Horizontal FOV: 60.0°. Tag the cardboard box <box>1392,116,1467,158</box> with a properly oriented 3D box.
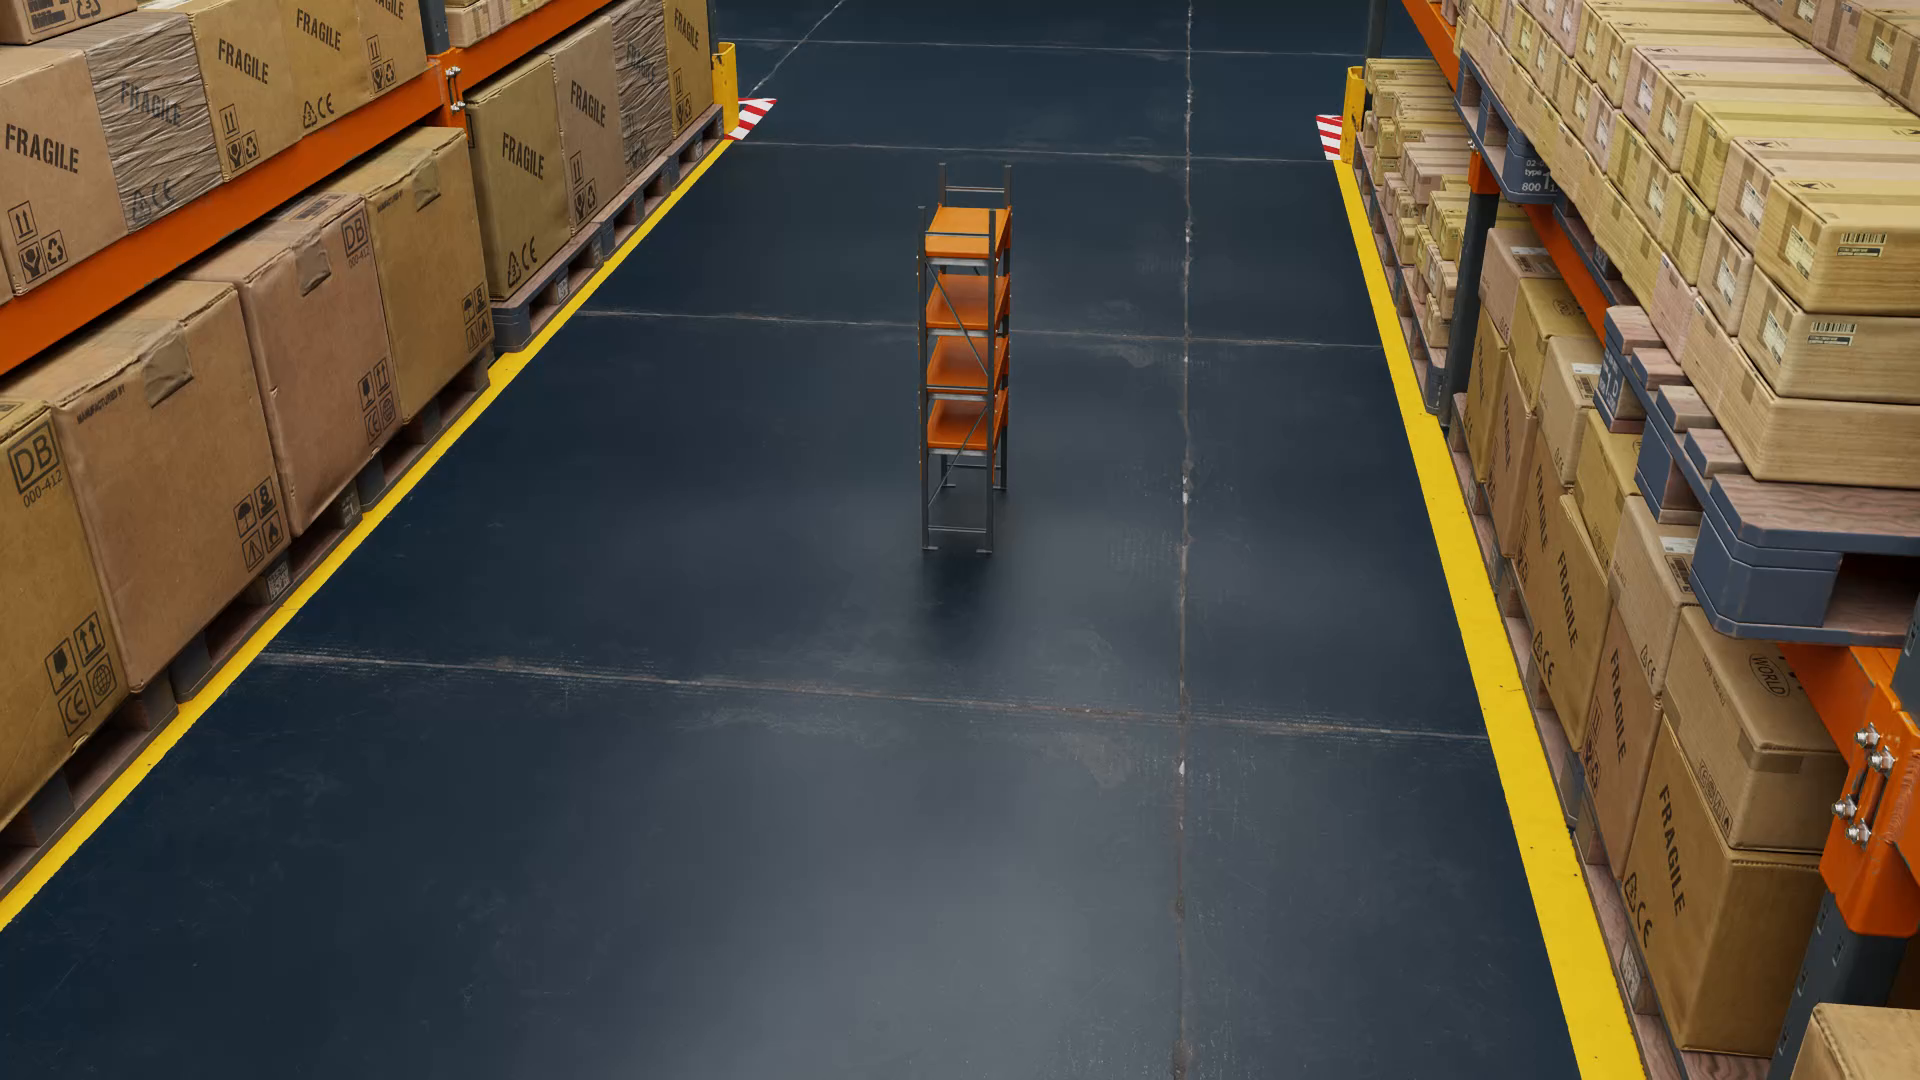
[{"bbox_3d":[2.347,-1.984,8.207,0.380,0.149,0.250,4,29,7],"label":"cardboard box"}]

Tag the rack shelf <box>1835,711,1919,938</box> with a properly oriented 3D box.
[{"bbox_3d":[1.665,1.384,0.778,1.077,0.370,4.000,3,28,6],"label":"rack shelf"}]

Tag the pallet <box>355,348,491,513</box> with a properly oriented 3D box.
[{"bbox_3d":[-2.530,-0.498,6.452,1.003,0.211,1.213,3,28,6],"label":"pallet"}]

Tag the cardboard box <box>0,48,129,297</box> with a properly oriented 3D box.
[{"bbox_3d":[-2.550,-0.952,4.248,0.500,0.500,0.500,3,28,5],"label":"cardboard box"}]

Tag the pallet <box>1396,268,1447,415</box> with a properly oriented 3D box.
[{"bbox_3d":[2.447,-0.848,7.101,1.003,0.211,1.213,3,28,6],"label":"pallet"}]

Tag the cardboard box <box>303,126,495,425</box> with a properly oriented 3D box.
[{"bbox_3d":[-2.569,-1.040,6.316,1.225,0.875,0.875,3,29,6],"label":"cardboard box"}]

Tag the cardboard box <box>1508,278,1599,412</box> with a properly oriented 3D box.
[{"bbox_3d":[1.985,-0.589,5.082,0.500,0.250,0.500,4,29,8],"label":"cardboard box"}]

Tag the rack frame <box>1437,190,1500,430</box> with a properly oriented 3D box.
[{"bbox_3d":[2.400,-1.757,5.849,1.000,3.000,0.127,3,28,6],"label":"rack frame"}]

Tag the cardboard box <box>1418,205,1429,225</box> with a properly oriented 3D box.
[{"bbox_3d":[2.299,-1.474,7.572,0.380,0.149,0.250,4,29,7],"label":"cardboard box"}]

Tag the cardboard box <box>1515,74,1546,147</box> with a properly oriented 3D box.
[{"bbox_3d":[1.770,-1.187,4.612,0.380,0.149,0.250,2,28,4],"label":"cardboard box"}]

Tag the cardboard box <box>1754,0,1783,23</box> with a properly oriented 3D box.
[{"bbox_3d":[2.447,-1.522,4.607,0.380,0.149,0.250,3,28,6],"label":"cardboard box"}]

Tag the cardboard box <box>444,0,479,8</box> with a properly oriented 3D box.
[{"bbox_3d":[-2.192,-2.364,6.820,0.500,0.250,0.500,3,28,5],"label":"cardboard box"}]

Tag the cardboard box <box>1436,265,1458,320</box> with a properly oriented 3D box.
[{"bbox_3d":[2.123,-0.985,6.665,0.380,0.149,0.250,4,29,7],"label":"cardboard box"}]

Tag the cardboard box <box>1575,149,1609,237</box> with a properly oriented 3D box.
[{"bbox_3d":[1.677,-0.811,3.915,0.380,0.149,0.250,4,29,8],"label":"cardboard box"}]

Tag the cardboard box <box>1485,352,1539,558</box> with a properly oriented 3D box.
[{"bbox_3d":[1.983,-0.260,5.263,0.500,0.500,0.500,5,29,8],"label":"cardboard box"}]

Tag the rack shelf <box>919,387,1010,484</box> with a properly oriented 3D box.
[{"bbox_3d":[0.020,-0.372,5.736,0.258,0.148,0.480,3,28,6],"label":"rack shelf"}]

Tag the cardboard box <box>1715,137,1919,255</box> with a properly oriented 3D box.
[{"bbox_3d":[1.548,-0.586,2.870,0.380,0.149,0.250,3,28,6],"label":"cardboard box"}]

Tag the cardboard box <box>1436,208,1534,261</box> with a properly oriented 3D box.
[{"bbox_3d":[2.177,-1.254,6.851,0.380,0.149,0.250,4,29,7],"label":"cardboard box"}]

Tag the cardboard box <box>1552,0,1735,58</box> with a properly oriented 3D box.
[{"bbox_3d":[1.738,-1.326,4.244,0.380,0.149,0.250,4,29,8],"label":"cardboard box"}]

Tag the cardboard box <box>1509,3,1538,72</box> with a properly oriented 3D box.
[{"bbox_3d":[1.803,-1.438,4.765,0.380,0.149,0.250,2,28,4],"label":"cardboard box"}]

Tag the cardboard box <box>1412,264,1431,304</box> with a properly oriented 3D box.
[{"bbox_3d":[2.193,-1.137,7.261,0.380,0.149,0.250,2,28,5],"label":"cardboard box"}]

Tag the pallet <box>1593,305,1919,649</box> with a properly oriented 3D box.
[{"bbox_3d":[1.892,-0.132,3.034,1.213,0.211,1.003,3,28,6],"label":"pallet"}]

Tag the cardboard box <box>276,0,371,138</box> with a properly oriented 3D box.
[{"bbox_3d":[-2.364,-1.669,5.579,0.500,0.500,0.500,4,29,8],"label":"cardboard box"}]

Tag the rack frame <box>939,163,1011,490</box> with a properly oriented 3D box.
[{"bbox_3d":[0.050,-0.721,5.823,0.240,1.200,0.015,3,28,6],"label":"rack frame"}]

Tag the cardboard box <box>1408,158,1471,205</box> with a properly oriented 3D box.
[{"bbox_3d":[2.252,-1.622,7.534,0.380,0.149,0.250,2,28,4],"label":"cardboard box"}]

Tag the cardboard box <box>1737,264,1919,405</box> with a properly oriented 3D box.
[{"bbox_3d":[1.519,-0.339,2.725,0.380,0.149,0.250,4,29,7],"label":"cardboard box"}]

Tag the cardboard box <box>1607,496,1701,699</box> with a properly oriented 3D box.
[{"bbox_3d":[1.785,0.135,3.738,0.500,0.250,0.500,4,29,7],"label":"cardboard box"}]

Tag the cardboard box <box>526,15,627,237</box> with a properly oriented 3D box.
[{"bbox_3d":[-2.239,-2.072,8.231,0.875,0.875,0.875,3,28,6],"label":"cardboard box"}]

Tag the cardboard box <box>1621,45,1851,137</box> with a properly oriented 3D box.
[{"bbox_3d":[1.645,-0.948,3.543,0.380,0.149,0.250,3,28,6],"label":"cardboard box"}]

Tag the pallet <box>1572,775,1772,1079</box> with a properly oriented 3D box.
[{"bbox_3d":[2.007,0.985,3.698,1.003,0.211,1.213,3,28,6],"label":"pallet"}]

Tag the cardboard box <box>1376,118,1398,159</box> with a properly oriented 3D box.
[{"bbox_3d":[2.401,-2.109,8.751,0.380,0.149,0.250,4,29,8],"label":"cardboard box"}]

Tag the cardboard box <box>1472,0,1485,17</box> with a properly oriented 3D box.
[{"bbox_3d":[1.896,-1.804,5.444,0.380,0.149,0.250,4,29,7],"label":"cardboard box"}]

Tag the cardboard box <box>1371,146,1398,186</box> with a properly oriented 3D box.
[{"bbox_3d":[2.394,-1.983,8.831,0.380,0.149,0.250,4,29,7],"label":"cardboard box"}]

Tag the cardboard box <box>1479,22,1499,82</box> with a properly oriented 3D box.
[{"bbox_3d":[1.867,-1.542,5.272,0.380,0.149,0.250,4,29,7],"label":"cardboard box"}]

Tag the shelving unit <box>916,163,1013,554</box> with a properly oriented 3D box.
[{"bbox_3d":[0.020,-0.606,5.610,0.258,1.200,0.503,3,28,6],"label":"shelving unit"}]

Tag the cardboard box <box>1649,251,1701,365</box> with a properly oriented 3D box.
[{"bbox_3d":[1.578,-0.446,3.237,0.380,0.149,0.250,4,29,7],"label":"cardboard box"}]

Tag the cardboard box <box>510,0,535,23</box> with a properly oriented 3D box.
[{"bbox_3d":[-2.080,-2.350,7.215,0.380,0.149,0.250,4,29,8],"label":"cardboard box"}]

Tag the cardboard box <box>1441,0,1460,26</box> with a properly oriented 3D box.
[{"bbox_3d":[2.278,-2.294,7.111,0.380,0.149,0.250,2,28,4],"label":"cardboard box"}]

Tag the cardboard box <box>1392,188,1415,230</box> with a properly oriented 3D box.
[{"bbox_3d":[2.332,-1.613,8.145,0.380,0.149,0.250,3,28,6],"label":"cardboard box"}]

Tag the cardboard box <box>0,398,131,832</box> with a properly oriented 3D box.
[{"bbox_3d":[-2.895,0.217,3.983,1.225,0.875,0.875,2,28,4],"label":"cardboard box"}]

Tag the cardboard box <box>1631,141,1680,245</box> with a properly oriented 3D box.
[{"bbox_3d":[1.611,-0.706,3.407,0.380,0.149,0.250,3,29,6],"label":"cardboard box"}]

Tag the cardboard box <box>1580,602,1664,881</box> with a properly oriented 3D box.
[{"bbox_3d":[1.799,0.472,3.904,0.500,0.500,0.500,4,29,8],"label":"cardboard box"}]

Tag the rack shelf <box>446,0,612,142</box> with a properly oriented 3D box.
[{"bbox_3d":[-2.265,-2.718,8.391,1.077,0.370,4.000,3,28,6],"label":"rack shelf"}]

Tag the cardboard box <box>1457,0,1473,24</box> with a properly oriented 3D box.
[{"bbox_3d":[2.179,-2.176,6.208,0.500,0.500,0.500,3,28,6],"label":"cardboard box"}]

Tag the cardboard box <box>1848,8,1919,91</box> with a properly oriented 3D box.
[{"bbox_3d":[2.353,-1.153,3.922,0.380,0.149,0.250,3,28,5],"label":"cardboard box"}]

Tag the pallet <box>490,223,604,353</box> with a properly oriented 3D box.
[{"bbox_3d":[-2.339,-1.219,7.790,1.003,0.211,1.213,3,28,6],"label":"pallet"}]

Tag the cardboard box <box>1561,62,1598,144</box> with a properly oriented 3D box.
[{"bbox_3d":[1.706,-1.068,4.077,0.380,0.149,0.250,3,28,5],"label":"cardboard box"}]

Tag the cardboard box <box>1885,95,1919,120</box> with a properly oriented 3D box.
[{"bbox_3d":[2.325,-0.902,3.770,0.380,0.149,0.250,3,28,6],"label":"cardboard box"}]

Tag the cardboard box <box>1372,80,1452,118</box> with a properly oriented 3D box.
[{"bbox_3d":[2.417,-2.357,8.898,0.380,0.149,0.250,3,28,6],"label":"cardboard box"}]

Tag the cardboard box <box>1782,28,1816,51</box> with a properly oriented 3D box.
[{"bbox_3d":[2.421,-1.272,4.456,0.380,0.149,0.250,2,28,4],"label":"cardboard box"}]
